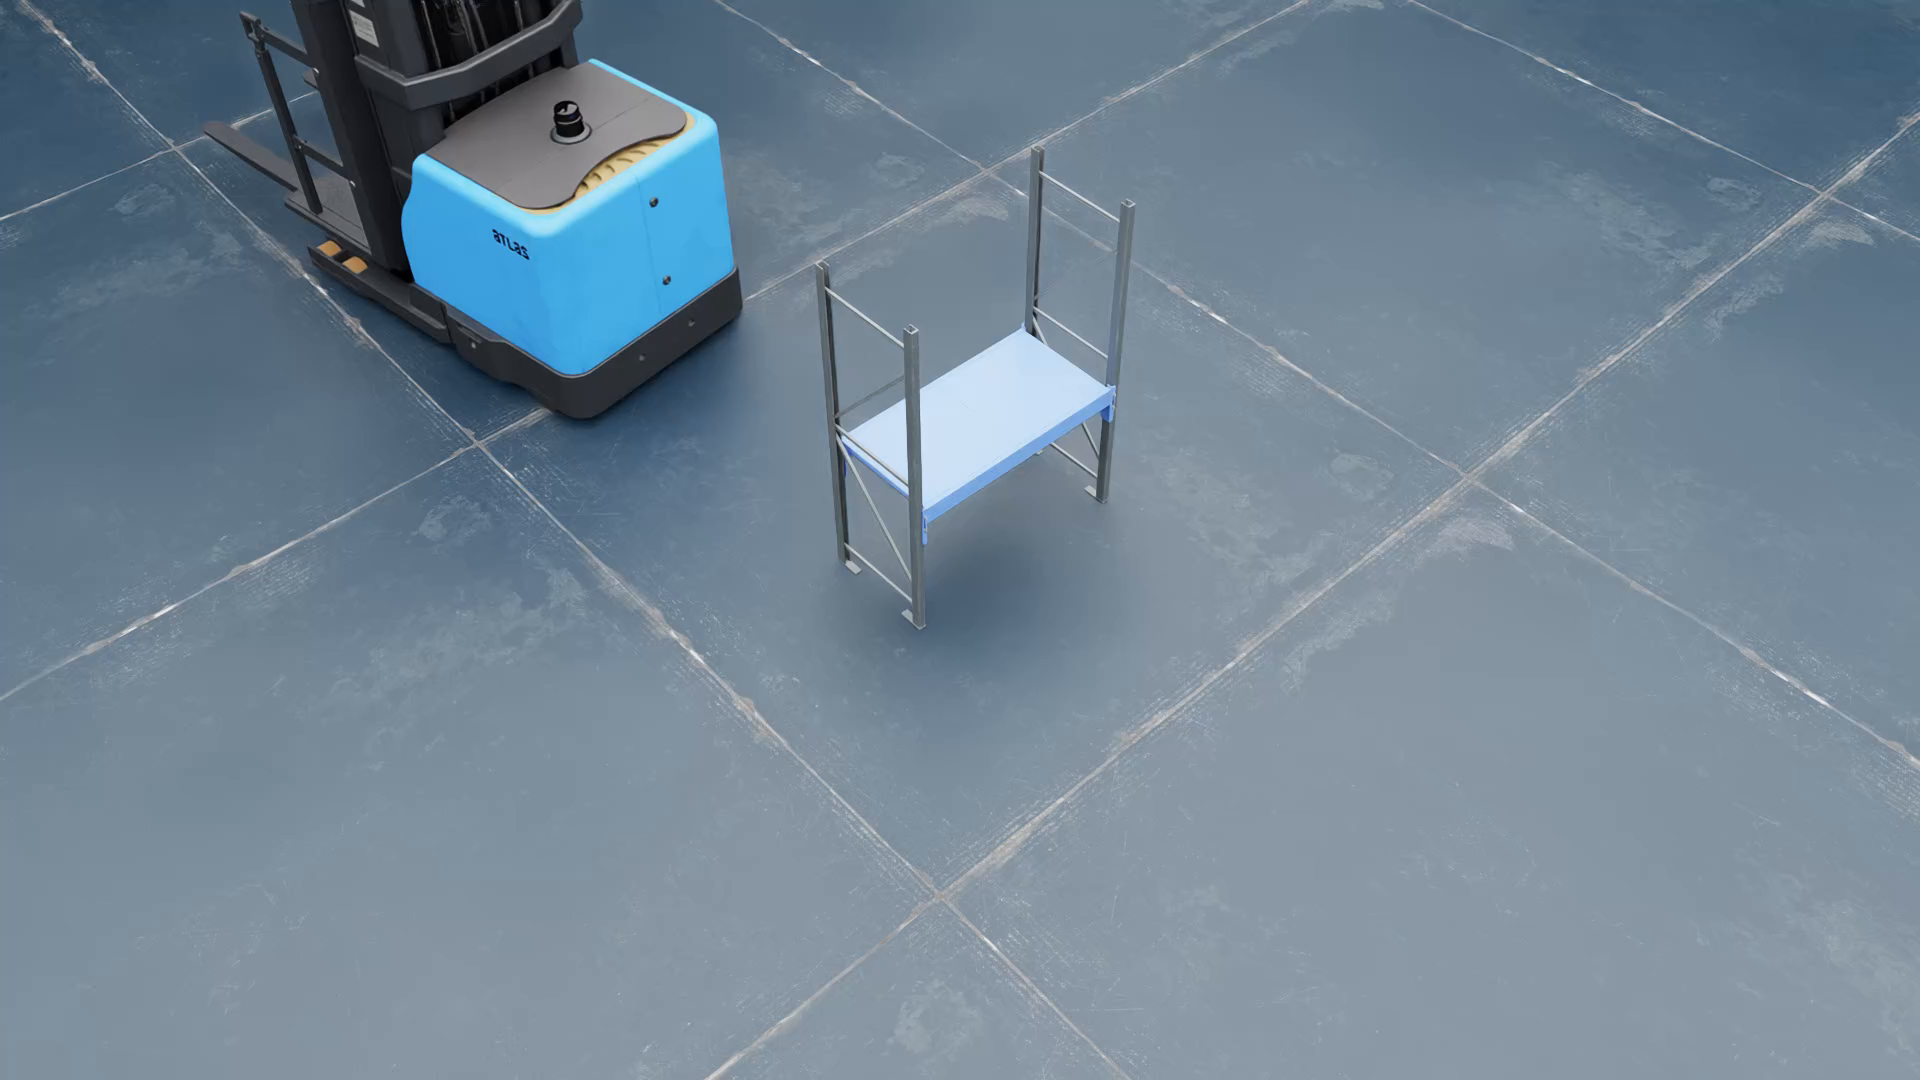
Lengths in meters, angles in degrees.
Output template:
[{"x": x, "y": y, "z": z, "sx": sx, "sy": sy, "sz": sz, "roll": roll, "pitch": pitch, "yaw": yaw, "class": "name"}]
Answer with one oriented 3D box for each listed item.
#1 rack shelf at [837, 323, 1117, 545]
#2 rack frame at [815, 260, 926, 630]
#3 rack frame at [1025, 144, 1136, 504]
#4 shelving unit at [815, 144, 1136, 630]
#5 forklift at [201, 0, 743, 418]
[{"x": 0.063, "y": -0.429, "z": 6.423, "sx": 1.000, "sy": 0.185, "sz": 0.538, "roll": -34, "pitch": 56, "yaw": -27, "class": "rack shelf"}, {"x": -0.313, "y": -0.299, "z": 6.059, "sx": 0.032, "sy": 1.500, "sz": 0.500, "roll": -34, "pitch": 56, "yaw": -27, "class": "rack frame"}, {"x": 0.439, "y": -0.802, "z": 6.523, "sx": 0.032, "sy": 1.500, "sz": 0.500, "roll": -34, "pitch": 56, "yaw": -27, "class": "rack frame"}, {"x": 0.063, "y": -0.551, "z": 6.291, "sx": 1.048, "sy": 1.500, "sz": 0.538, "roll": -34, "pitch": 56, "yaw": -27, "class": "shelving unit"}, {"x": -2.469, "y": -2.438, "z": 7.058, "sx": 3.031, "sy": 2.935, "sz": 1.130, "roll": 31, "pitch": 54, "yaw": 25, "class": "forklift"}]
